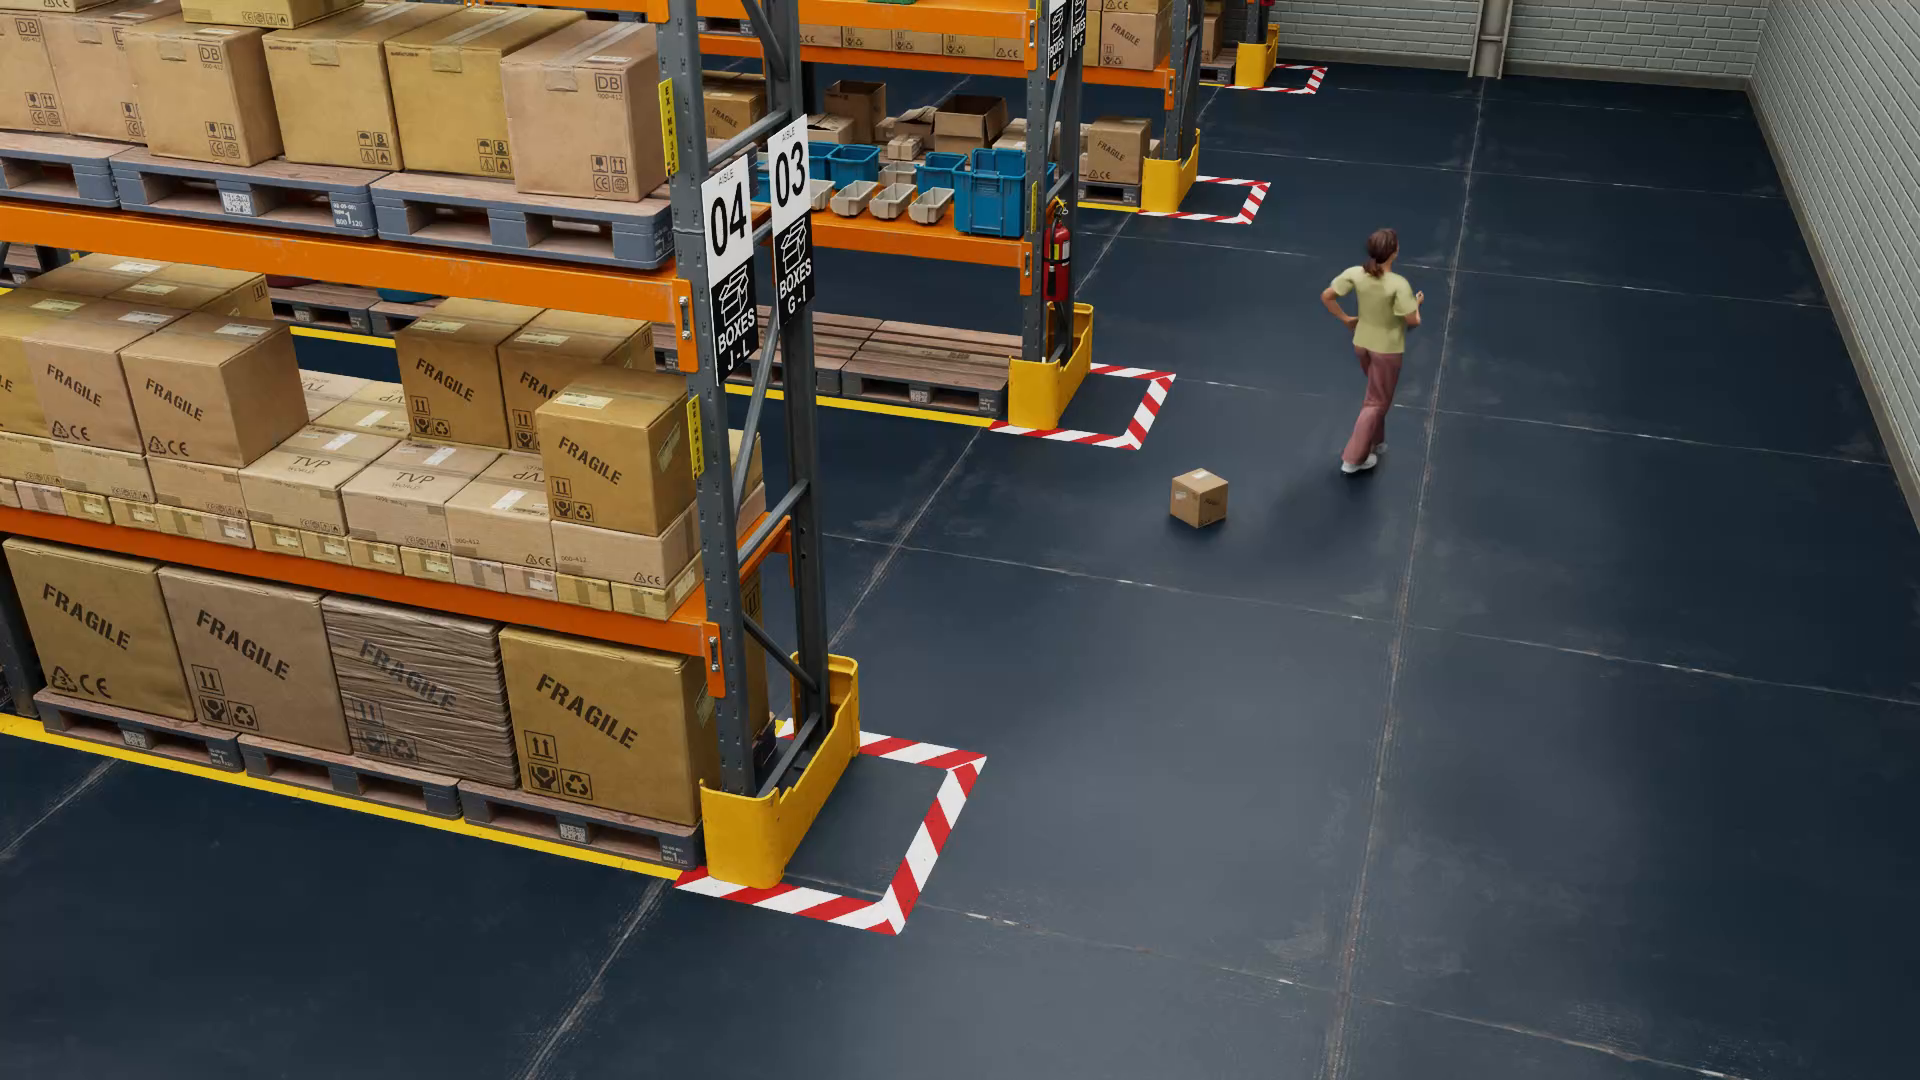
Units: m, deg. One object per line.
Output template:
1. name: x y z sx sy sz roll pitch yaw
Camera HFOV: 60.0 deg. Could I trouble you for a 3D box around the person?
1. person: 2.709 -1.224 10.697 0.643 1.687 0.590 -20 35 -32
